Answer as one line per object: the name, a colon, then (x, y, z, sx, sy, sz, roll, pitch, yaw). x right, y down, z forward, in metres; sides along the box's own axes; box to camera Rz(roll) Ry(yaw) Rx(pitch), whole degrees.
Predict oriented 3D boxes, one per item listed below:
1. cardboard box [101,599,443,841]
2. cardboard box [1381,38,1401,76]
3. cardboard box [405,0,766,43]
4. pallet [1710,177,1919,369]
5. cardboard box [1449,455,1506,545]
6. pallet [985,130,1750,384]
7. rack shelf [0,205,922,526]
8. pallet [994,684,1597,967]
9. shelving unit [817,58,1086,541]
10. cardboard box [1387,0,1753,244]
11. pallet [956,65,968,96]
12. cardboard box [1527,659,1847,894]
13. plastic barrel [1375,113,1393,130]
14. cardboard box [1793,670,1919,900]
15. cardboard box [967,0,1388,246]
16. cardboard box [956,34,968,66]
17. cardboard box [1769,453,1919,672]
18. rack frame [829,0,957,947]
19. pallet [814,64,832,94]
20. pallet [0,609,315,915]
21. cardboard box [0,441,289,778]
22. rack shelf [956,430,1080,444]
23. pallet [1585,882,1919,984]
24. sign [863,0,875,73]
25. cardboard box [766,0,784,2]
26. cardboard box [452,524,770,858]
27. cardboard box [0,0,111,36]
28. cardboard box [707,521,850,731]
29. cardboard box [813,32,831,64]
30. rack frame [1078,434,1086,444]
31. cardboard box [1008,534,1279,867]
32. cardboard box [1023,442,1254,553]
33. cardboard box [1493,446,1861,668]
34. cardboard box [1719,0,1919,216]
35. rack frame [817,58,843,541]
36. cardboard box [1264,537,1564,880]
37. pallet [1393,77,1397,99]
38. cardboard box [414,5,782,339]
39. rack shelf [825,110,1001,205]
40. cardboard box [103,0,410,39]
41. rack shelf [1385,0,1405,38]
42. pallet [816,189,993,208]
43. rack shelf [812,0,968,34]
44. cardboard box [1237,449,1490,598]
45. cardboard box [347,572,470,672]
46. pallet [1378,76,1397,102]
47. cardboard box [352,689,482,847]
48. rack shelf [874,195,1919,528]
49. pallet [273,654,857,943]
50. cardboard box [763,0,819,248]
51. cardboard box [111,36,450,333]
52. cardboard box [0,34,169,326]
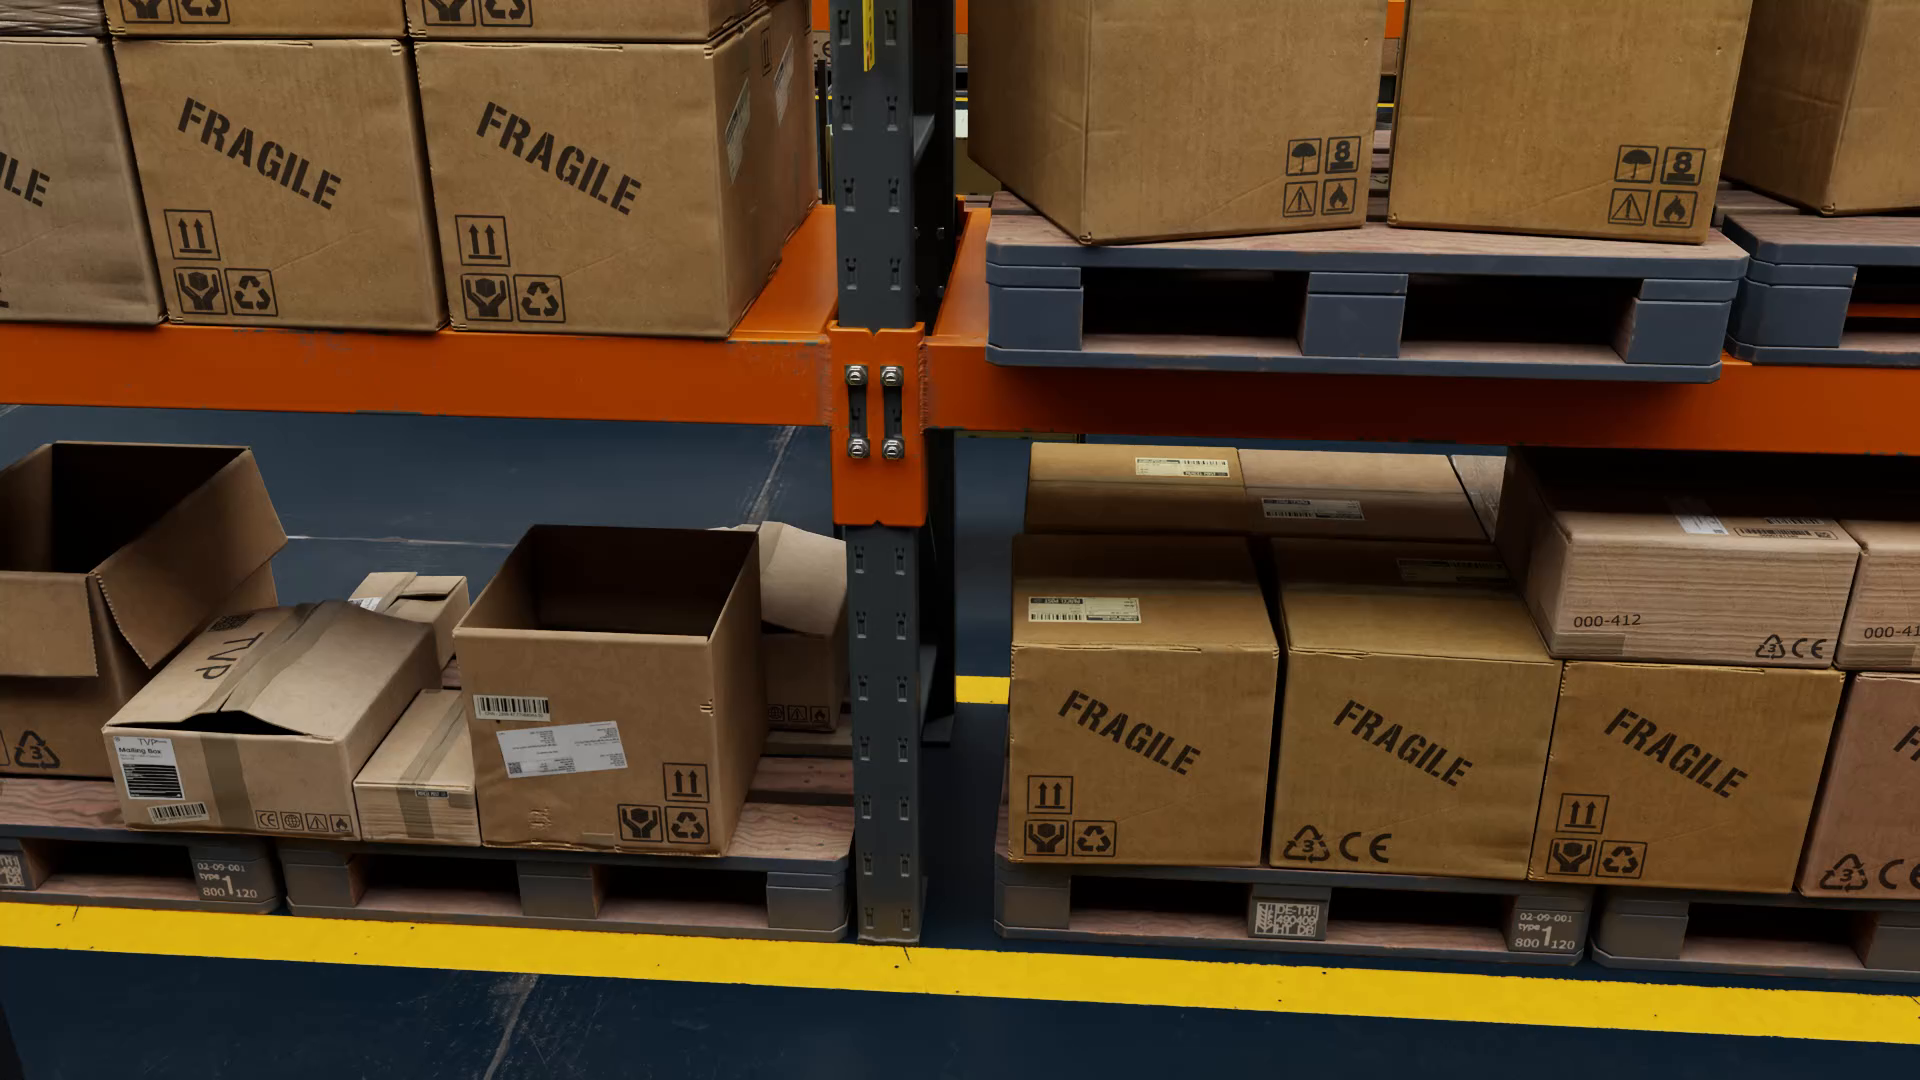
cardboard box: (-1.448, 0.364, 3.561, 0.500, 0.311, 0.500, 2, 25, 4)
cardboard box: (3.066, -4.022, 12.443, 0.875, 0.875, 1.225, 2, 25, 4)
cardboard box: (-0.634, -1.142, 2.827, 0.500, 0.500, 0.500, 2, 25, 4)
pallet: (1.939, -0.579, 3.149, 1.213, 0.211, 1.003, 2, 25, 4)
cardboard box: (1.396, 0.134, 3.835, 0.500, 0.500, 0.500, 2, 25, 5)
pallet: (0.678, -0.575, 3.142, 1.213, 0.211, 1.003, 2, 25, 4)
rack shelf: (-2.104, -0.471, 3.545, 4.000, 0.370, 1.077, 2, 25, 4)
pallet: (0.704, 0.543, 3.817, 1.213, 0.211, 1.003, 2, 25, 4)
shelving unit: (0.007, -0.681, 4.936, 0.755, 1.500, 0.431, 2, 25, 4)
cardboard box: (1.036, -0.866, 2.921, 0.500, 0.500, 0.700, 6, 25, 12)
pallet: (-0.100, -3.652, 12.935, 1.213, 0.211, 1.003, 2, 25, 4)
cardboard box: (1.384, 0.351, 3.364, 0.500, 0.500, 0.500, 2, 25, 5)
plastic barrel: (2.076, -1.756, 7.952, 0.421, 0.512, 0.421, 0, 25, 0)
cardboard box: (1.888, 0.367, 3.328, 0.500, 0.500, 0.500, 1, 25, 2)
cardboard box: (0.345, -0.861, 2.912, 0.500, 0.500, 0.700, -6, 25, -14)
cardboard box: (0.000, -4.142, 12.703, 0.875, 0.875, 0.875, 2, 25, 4)
cardboard box: (1.851, 0.026, 3.171, 0.500, 0.250, 0.500, 1, 25, 3)
rack frame: (-0.110, -0.734, 3.256, 0.127, 3.000, 1.000, 2, 25, 4)
pallet: (-1.320, -3.690, 13.018, 1.213, 0.211, 1.003, 2, 25, 4)
pallet: (-2.014, 0.473, 3.970, 1.213, 0.211, 1.003, 2, 25, 4)
cardboard box: (-1.984, 0.143, 3.812, 0.637, 0.503, 0.797, 2, 25, 4)
rack shelf: (0.007, -0.385, 5.072, 0.720, 0.370, 0.431, 2, 25, 4)
pallet: (1.924, 0.581, 3.734, 1.213, 0.211, 1.003, 2, 25, 4)
sign: (-0.144, -0.900, 2.583, 0.005, 0.325, 0.100, 2, 25, 4)
cardboard box: (-0.558, -1.366, 3.314, 0.500, 0.500, 0.500, 2, 25, 5)
cardboard box: (-0.700, 0.302, 3.469, 0.500, 0.500, 0.500, 2, 25, 4)
cardboard box: (-1.647, -1.173, 2.895, 0.500, 0.500, 0.500, 2, 25, 4)
cardboard box: (-0.512, 0.184, 3.951, 0.500, 0.311, 0.500, 2, 25, 4)
cardboard box: (-0.897, -4.171, 12.766, 0.875, 0.875, 0.875, 2, 25, 4)
rack frame: (0.372, -0.669, 4.911, 0.023, 1.500, 0.400, 2, 25, 4)
cardboard box: (0.354, 0.319, 3.432, 0.500, 0.500, 0.500, 1, 25, 2)
cardboard box: (0.404, 0.098, 3.912, 0.500, 0.500, 0.500, 2, 25, 4)
cardboard box: (1.351, 0.010, 3.206, 0.500, 0.250, 0.500, 2, 25, 4)
cardboard box: (1.656, -0.939, 3.080, 0.500, 0.500, 0.700, -4, 25, -9)
rack frame: (-0.358, -0.693, 4.962, 0.023, 1.500, 0.400, 2, 25, 4)
cardboard box: (0.886, 0.332, 3.405, 0.500, 0.500, 0.500, 2, 25, 5)
pallet: (3.860, -3.524, 12.656, 1.213, 0.211, 1.003, 2, 25, 4)
cardboard box: (-0.628, -0.688, 3.037, 0.500, 0.500, 0.500, 2, 25, 5)
rack shelf: (0.007, -1.036, 4.773, 0.720, 0.370, 0.431, 2, 25, 4)
cardboard box: (-1.145, -1.157, 2.860, 0.500, 0.500, 0.500, 1, 25, 3)
rack shelf: (2.267, -2.407, 7.754, 4.000, 0.370, 1.077, 2, 25, 4)
pallet: (-0.463, -1.539, 8.341, 1.213, 0.211, 1.003, 2, 25, 4)
rack shelf: (-1.721, -2.535, 8.032, 4.000, 0.370, 1.077, 2, 25, 4)
cardboard box: (0.896, 0.118, 3.870, 0.500, 0.500, 0.500, 2, 25, 4)
cardboard box: (-1.375, 0.227, 4.032, 0.250, 0.166, 0.380, 2, 25, 4)
pallet: (2.647, -3.564, 12.744, 1.213, 0.211, 1.003, 2, 25, 4)
cardboard box: (-1.078, 0.475, 3.514, 0.250, 0.149, 0.380, 2, 25, 4)
rack shelf: (1.884, -0.343, 3.267, 4.000, 0.370, 1.077, 2, 25, 4)
pallet: (-0.795, 0.511, 3.888, 1.213, 0.211, 1.003, 2, 25, 4)
cardboard box: (-0.597, -0.909, 3.517, 0.500, 0.500, 0.500, 2, 25, 5)
cardboard box: (-1.142, -0.704, 3.072, 0.500, 0.500, 0.500, 3, 25, 5)
cardboard box: (-1.655, -0.720, 3.106, 0.500, 0.500, 0.500, 2, 25, 5)
